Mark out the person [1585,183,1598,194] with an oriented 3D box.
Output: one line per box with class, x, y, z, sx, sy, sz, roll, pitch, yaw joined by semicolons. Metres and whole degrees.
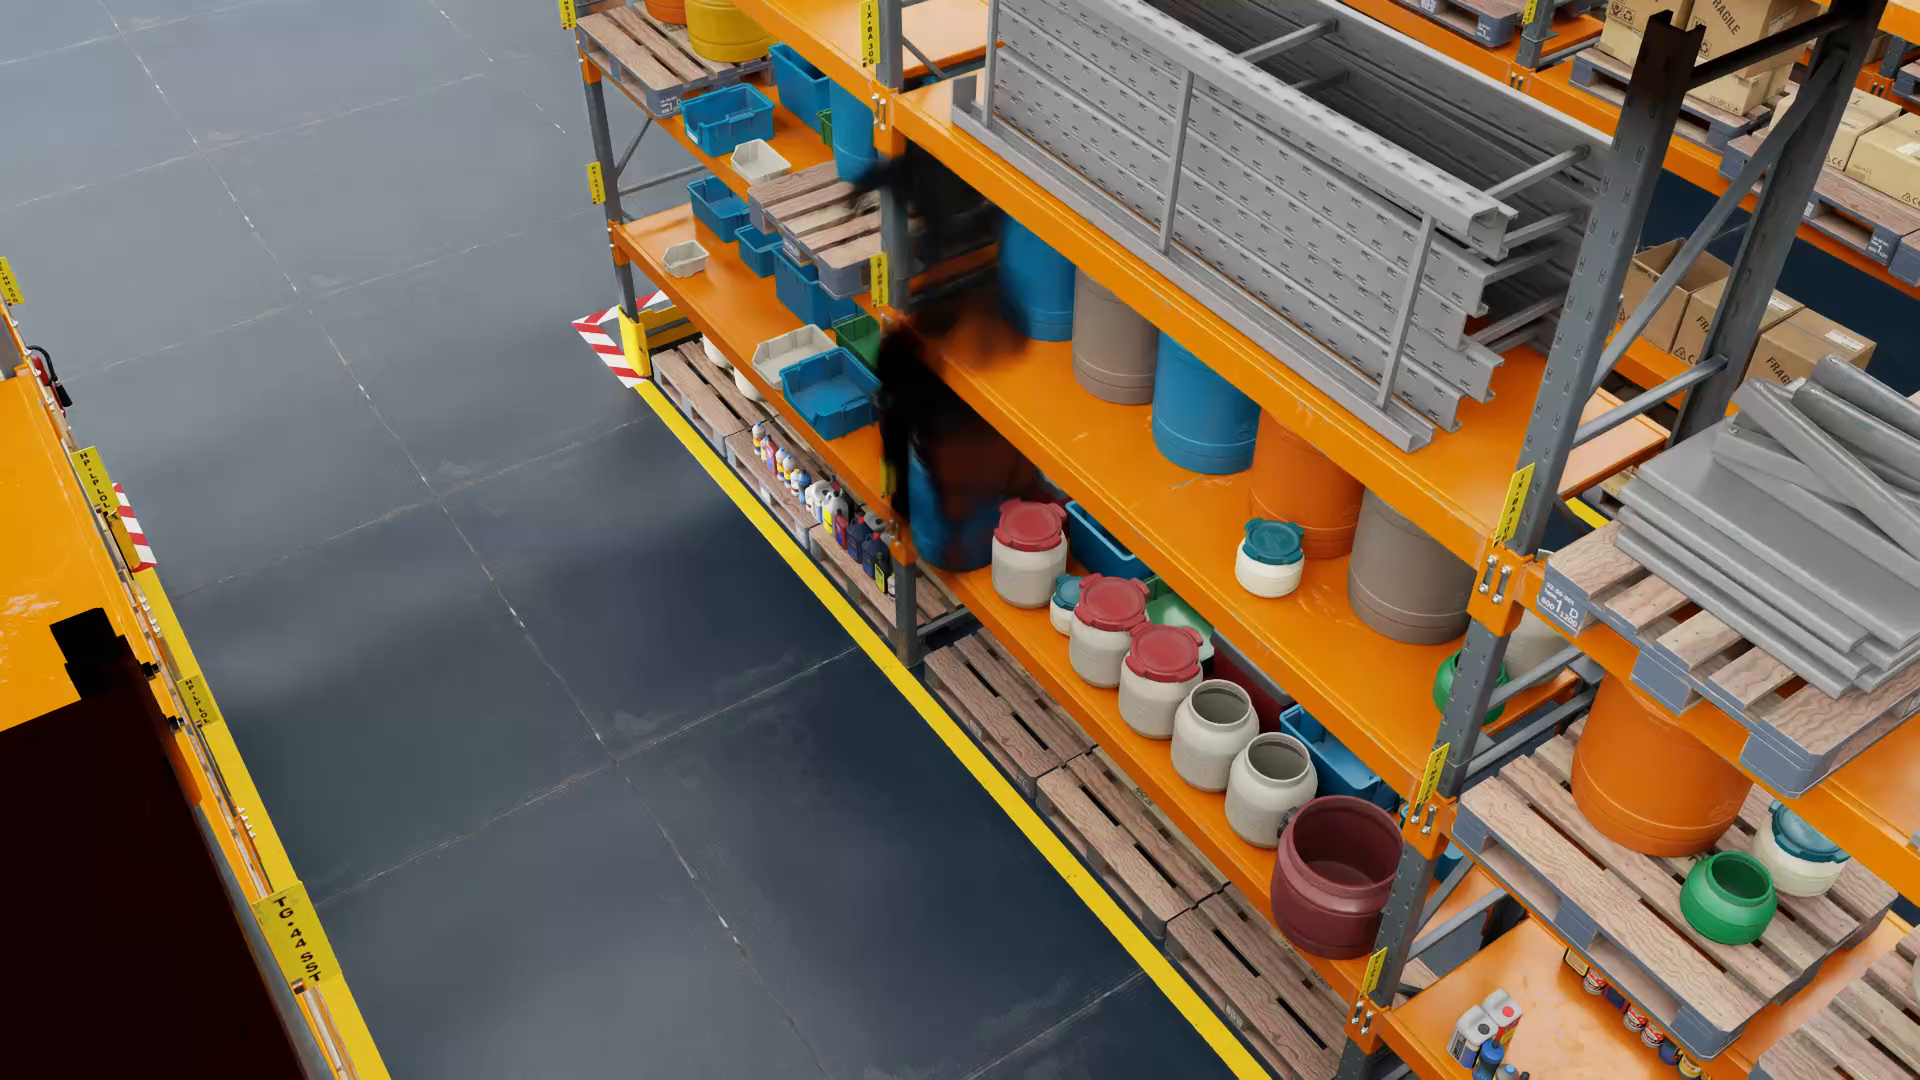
person;5.458;-3.411;14.122;0.652;1.805;0.983;-32;51;-30
